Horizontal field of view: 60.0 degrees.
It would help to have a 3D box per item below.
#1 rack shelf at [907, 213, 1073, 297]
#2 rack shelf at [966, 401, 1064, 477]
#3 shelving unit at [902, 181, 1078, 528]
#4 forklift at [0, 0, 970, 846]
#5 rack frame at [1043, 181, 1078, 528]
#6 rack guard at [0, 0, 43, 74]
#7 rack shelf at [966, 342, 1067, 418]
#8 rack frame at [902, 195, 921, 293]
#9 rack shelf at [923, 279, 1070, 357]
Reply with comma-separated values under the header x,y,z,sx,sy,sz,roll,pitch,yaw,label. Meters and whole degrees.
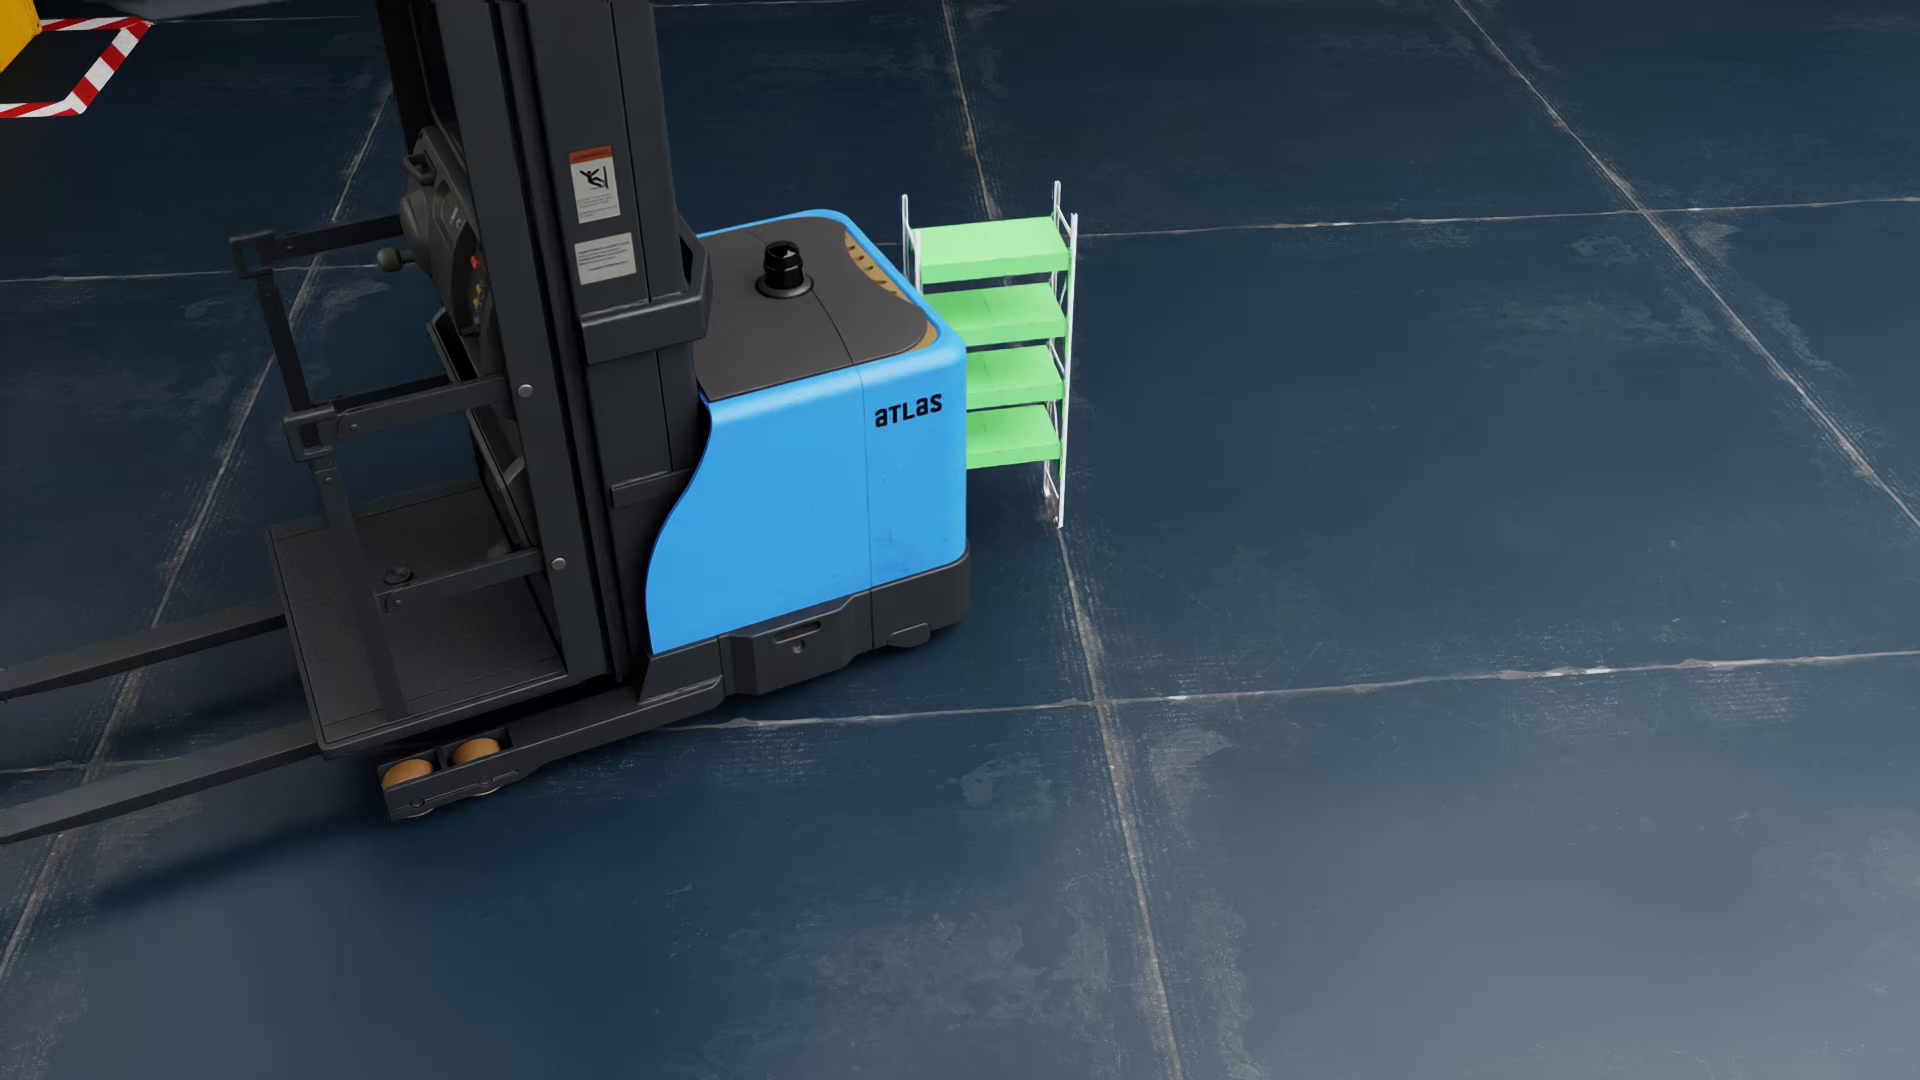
x,y,z,sx,sy,sz,roll,pitch,yaw,label
0.089,-0.885,5.232,0.480,0.148,0.258,-7,39,-9,rack shelf
0.089,-0.320,5.678,0.480,0.148,0.258,-7,39,-9,rack shelf
0.089,-0.559,5.490,0.503,1.200,0.258,-7,39,-9,shelving unit
-1.523,-0.734,4.314,3.031,2.935,1.130,-17,41,-20,forklift
0.328,-0.588,5.527,0.015,1.200,0.240,-7,39,-9,rack frame
-5.315,-2.746,8.827,0.348,0.500,1.175,-3,38,-4,rack guard
0.089,-0.509,5.529,0.480,0.148,0.258,-7,39,-9,rack shelf
-0.151,-0.530,5.453,0.015,1.200,0.240,-7,39,-9,rack frame
0.089,-0.697,5.381,0.480,0.148,0.258,-7,39,-9,rack shelf
